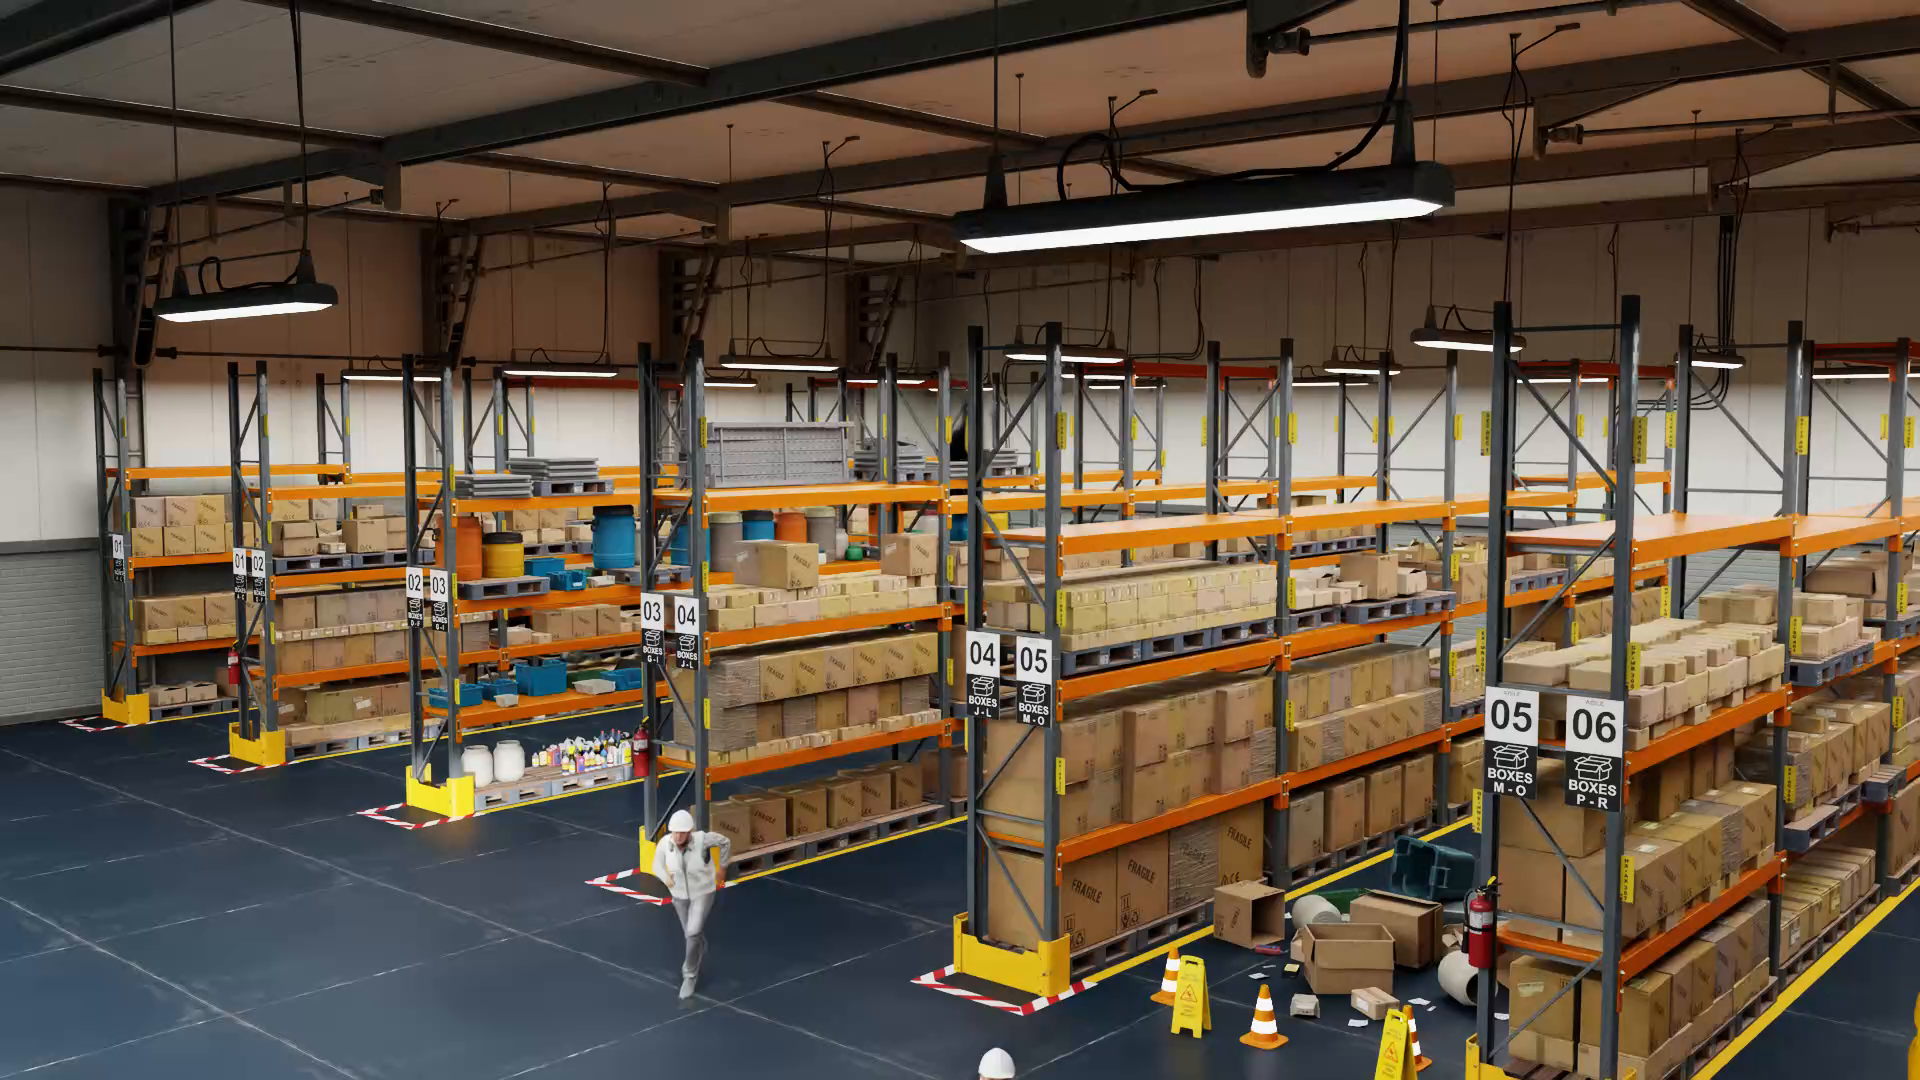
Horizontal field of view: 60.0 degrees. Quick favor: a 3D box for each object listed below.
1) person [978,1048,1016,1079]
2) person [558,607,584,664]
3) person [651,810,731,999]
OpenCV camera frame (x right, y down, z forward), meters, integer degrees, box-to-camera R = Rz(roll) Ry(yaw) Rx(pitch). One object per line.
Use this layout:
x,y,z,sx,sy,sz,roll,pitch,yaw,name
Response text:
0.211,3.635,9.475,0.658,1.720,0.906,0,4,-3,person
-7.667,2.020,32.653,0.602,1.492,0.850,2,4,20,person
-2.425,3.240,15.143,0.701,1.729,1.034,0,4,4,person
